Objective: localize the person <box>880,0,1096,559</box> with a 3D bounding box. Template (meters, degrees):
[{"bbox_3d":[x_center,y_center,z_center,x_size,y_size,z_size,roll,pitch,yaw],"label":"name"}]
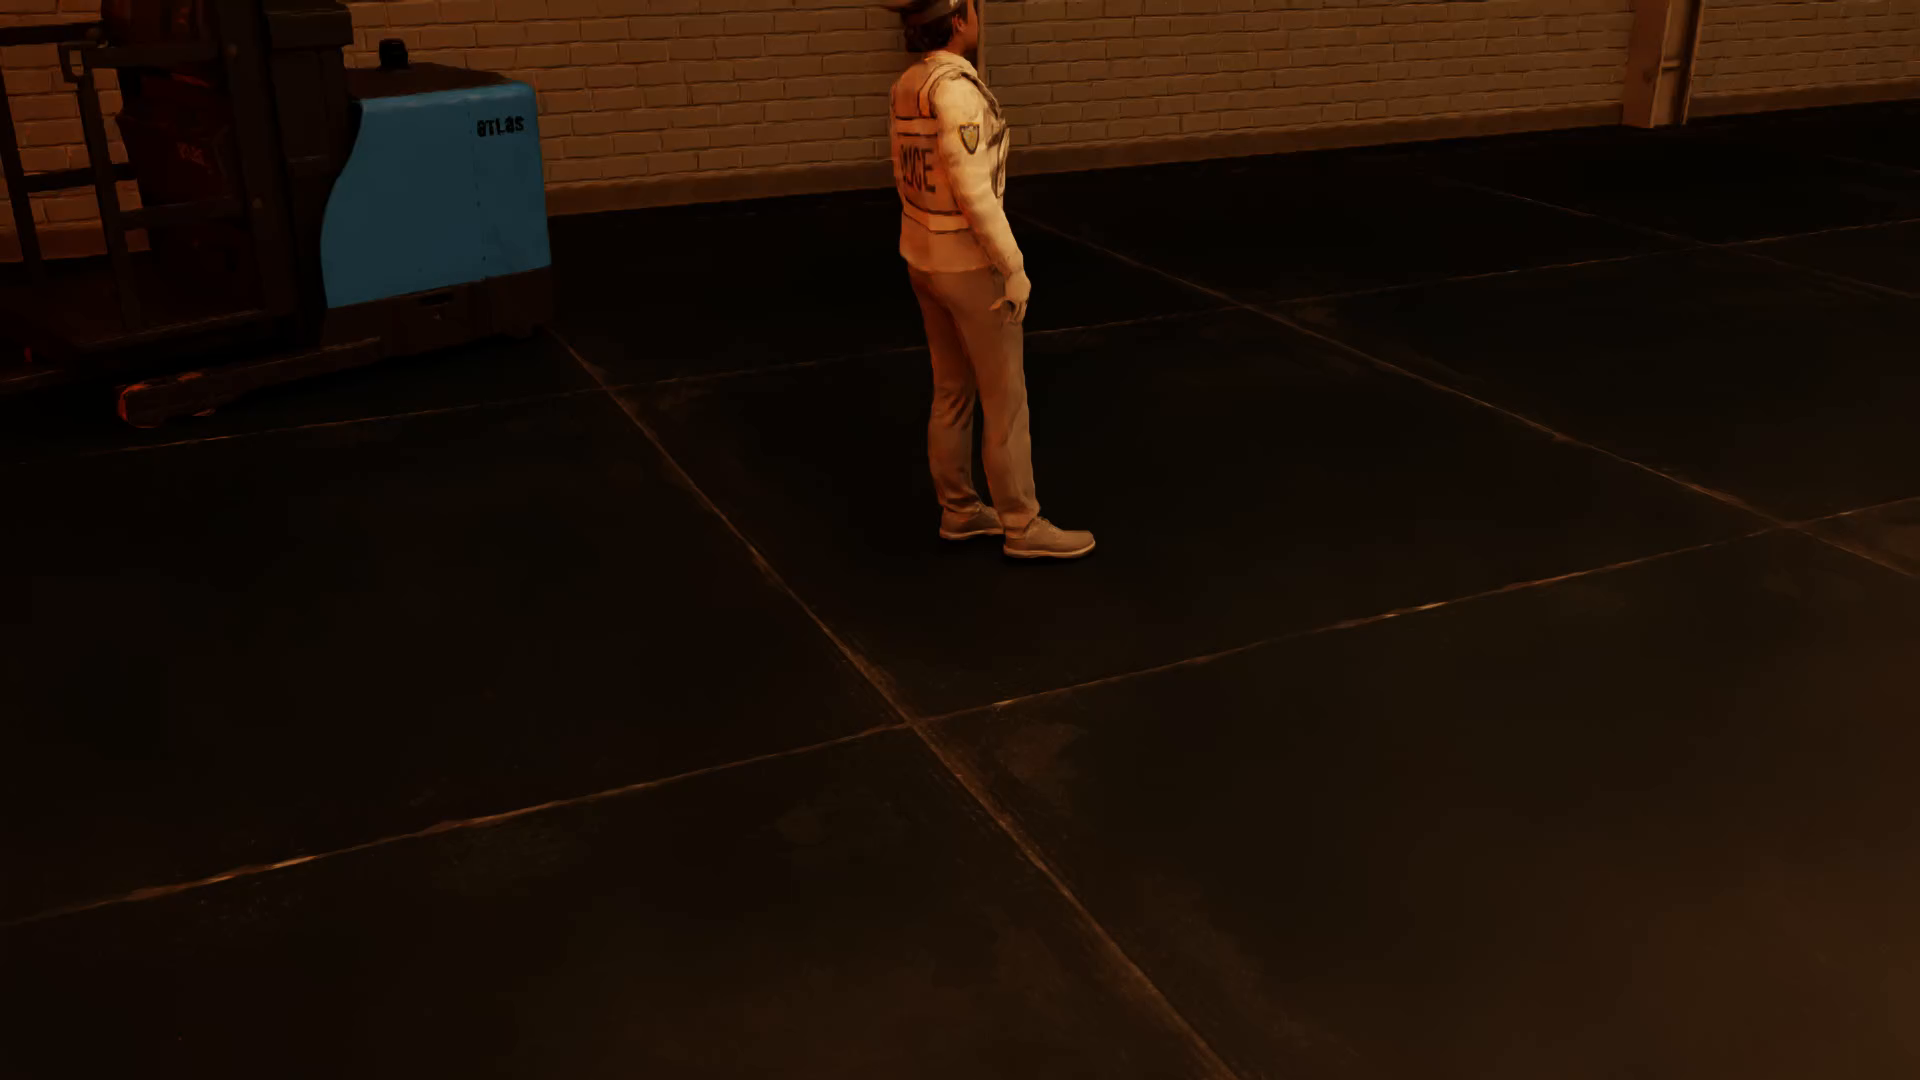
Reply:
[{"bbox_3d":[0.064,-0.798,4.799,0.532,1.695,0.586,-10,25,-23],"label":"person"}]

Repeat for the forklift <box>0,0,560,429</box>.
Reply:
[{"bbox_3d":[-3.138,-1.981,6.055,1.130,2.935,3.031,21,30,41],"label":"forklift"}]
